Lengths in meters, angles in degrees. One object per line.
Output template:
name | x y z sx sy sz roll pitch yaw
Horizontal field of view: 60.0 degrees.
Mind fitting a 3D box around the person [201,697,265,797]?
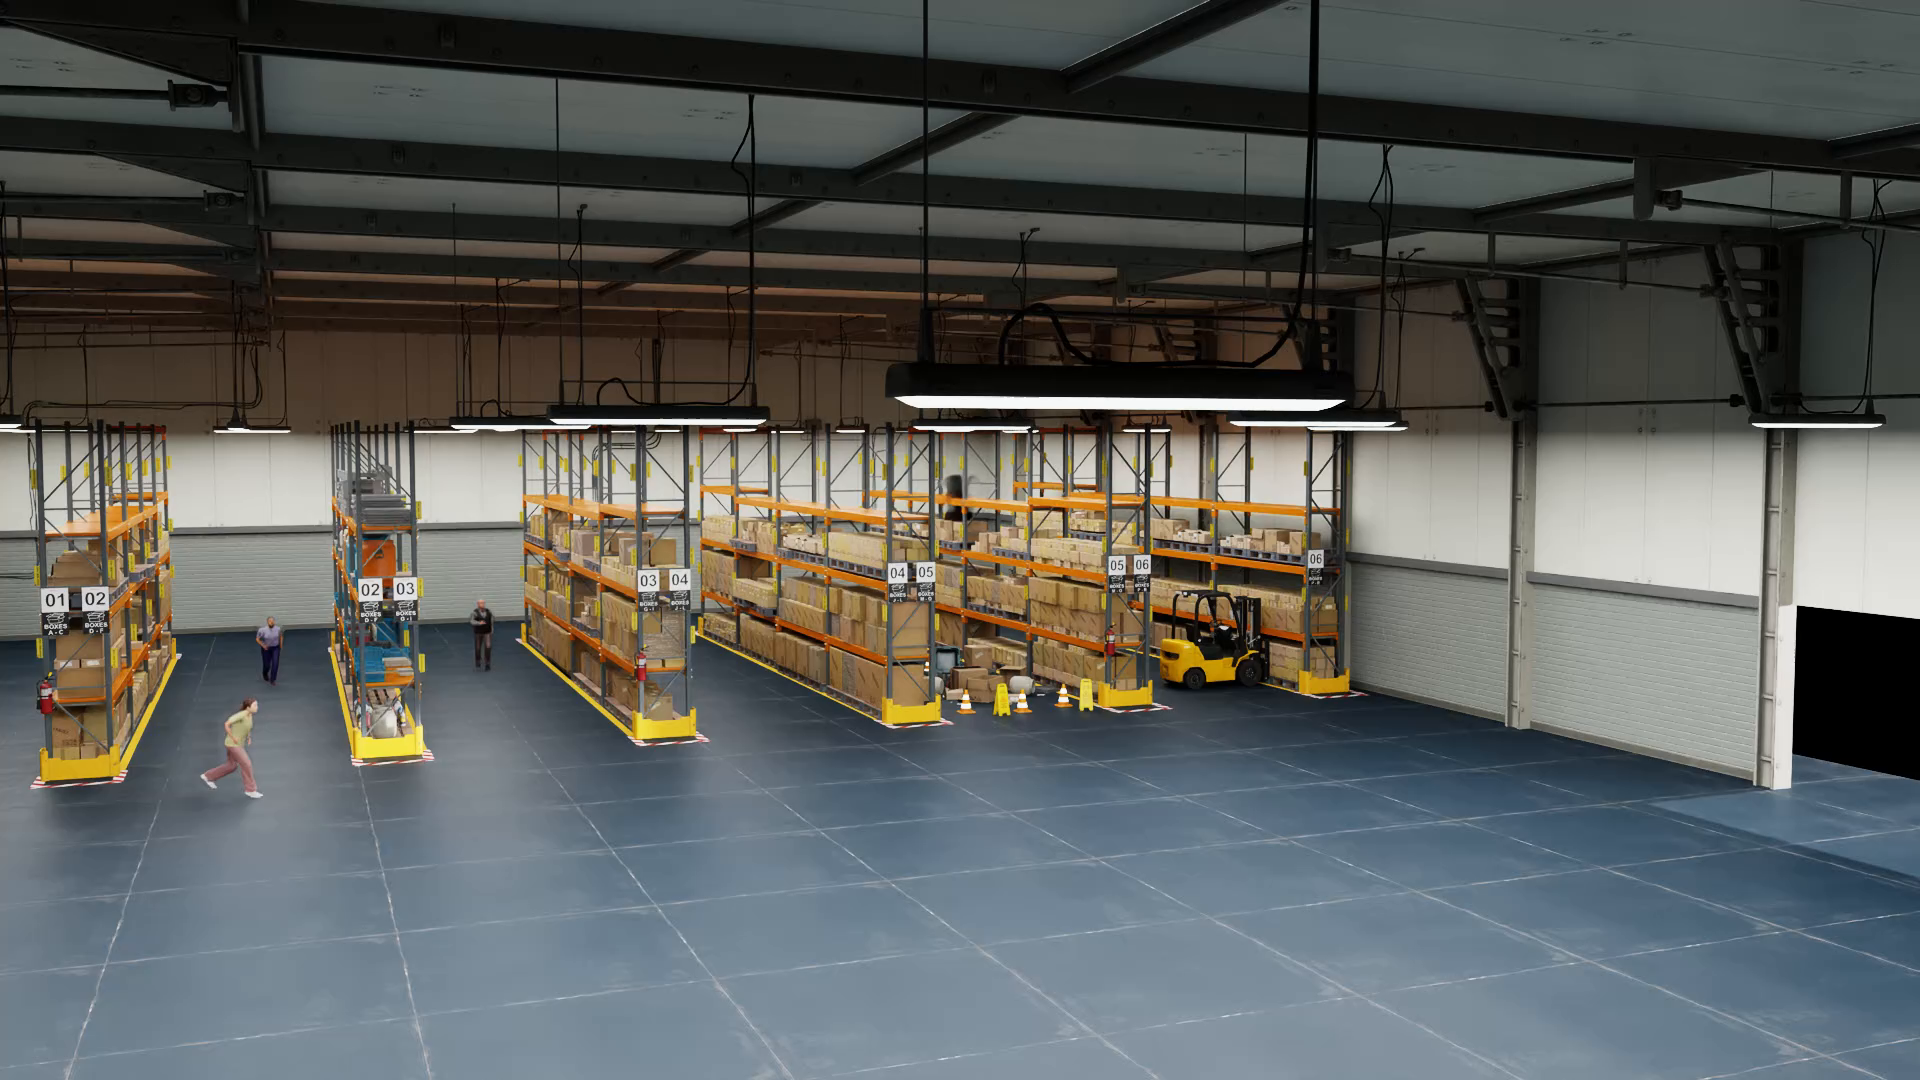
person | -11.549 3.296 26.317 0.978 1.627 0.599 0 4 5

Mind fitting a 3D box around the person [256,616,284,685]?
person | -15.926 2.545 38.379 0.606 1.595 0.638 -2 4 -32

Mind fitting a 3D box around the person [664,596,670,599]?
person | -8.216 1.996 46.733 0.573 1.701 0.671 -1 4 -19

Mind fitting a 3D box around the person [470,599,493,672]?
person | -11.678 2.326 40.620 0.599 1.779 0.851 -2 4 -25
